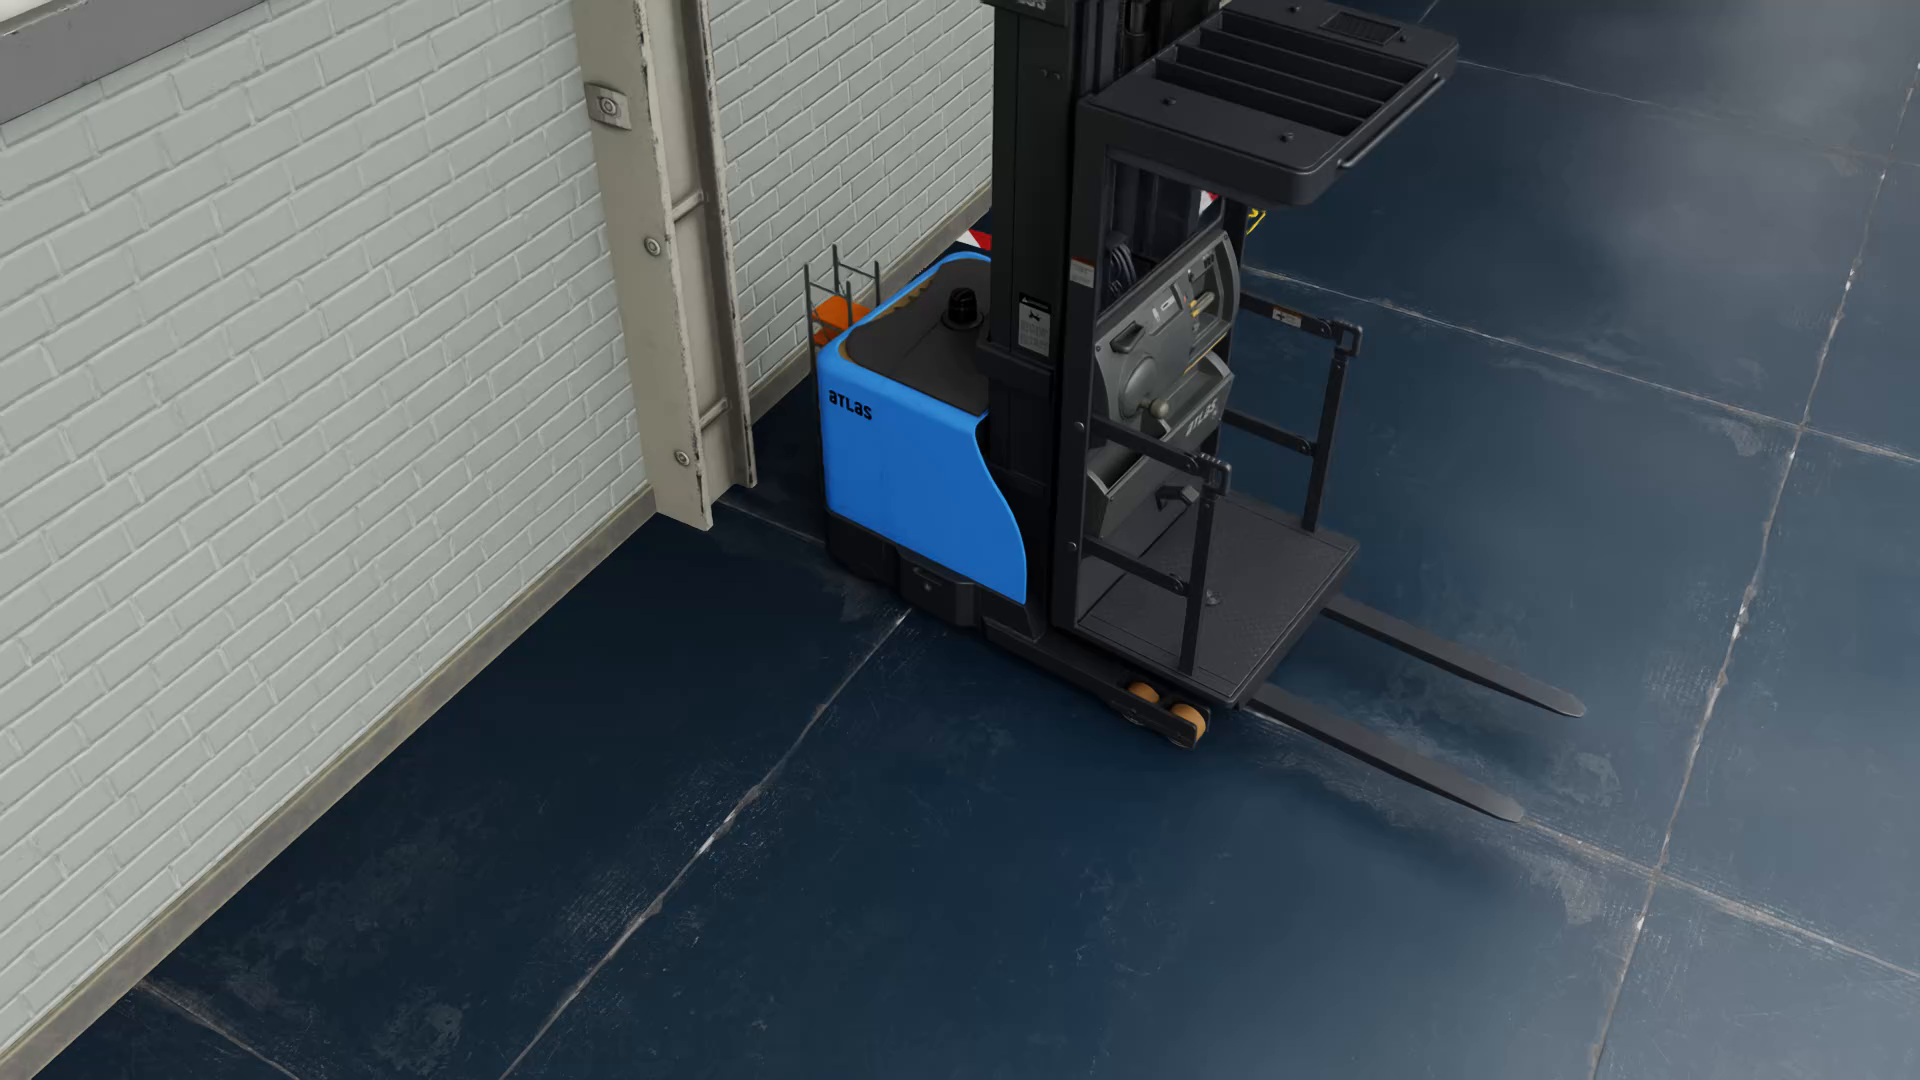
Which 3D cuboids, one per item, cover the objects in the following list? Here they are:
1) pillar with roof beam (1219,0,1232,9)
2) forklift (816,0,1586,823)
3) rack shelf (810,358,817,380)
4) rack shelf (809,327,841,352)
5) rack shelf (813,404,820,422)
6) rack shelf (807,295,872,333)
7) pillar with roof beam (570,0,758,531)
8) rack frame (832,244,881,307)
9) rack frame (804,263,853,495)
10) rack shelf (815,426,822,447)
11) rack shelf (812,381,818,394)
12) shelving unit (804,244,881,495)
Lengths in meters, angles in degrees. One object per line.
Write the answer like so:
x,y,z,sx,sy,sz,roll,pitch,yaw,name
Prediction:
5.583,-5.588,6.787,9.100,9.000,0.400,21,45,22,pillar with roof beam
0.915,-0.712,5.840,3.031,2.935,1.130,25,47,26,forklift
-0.477,-0.722,7.047,0.258,0.103,0.180,25,47,26,rack shelf
-0.477,-0.812,6.968,0.258,0.103,0.180,25,47,26,rack shelf
-0.477,-0.542,7.206,0.258,0.103,0.180,25,47,26,rack shelf
-0.477,-0.902,6.889,0.258,0.103,0.180,25,47,26,rack shelf
2.580,-2.155,2.888,9.100,9.000,0.400,21,45,22,pillar with roof beam
-0.424,-0.714,7.153,0.240,1.200,0.006,25,47,26,rack frame
-0.531,-0.616,7.041,0.240,1.200,0.006,25,47,26,rack frame
-0.477,-0.452,7.285,0.258,0.103,0.180,25,47,26,rack shelf
-0.477,-0.632,7.127,0.258,0.103,0.180,25,47,26,rack shelf
-0.477,-0.665,7.097,0.258,1.200,0.189,25,47,26,shelving unit
